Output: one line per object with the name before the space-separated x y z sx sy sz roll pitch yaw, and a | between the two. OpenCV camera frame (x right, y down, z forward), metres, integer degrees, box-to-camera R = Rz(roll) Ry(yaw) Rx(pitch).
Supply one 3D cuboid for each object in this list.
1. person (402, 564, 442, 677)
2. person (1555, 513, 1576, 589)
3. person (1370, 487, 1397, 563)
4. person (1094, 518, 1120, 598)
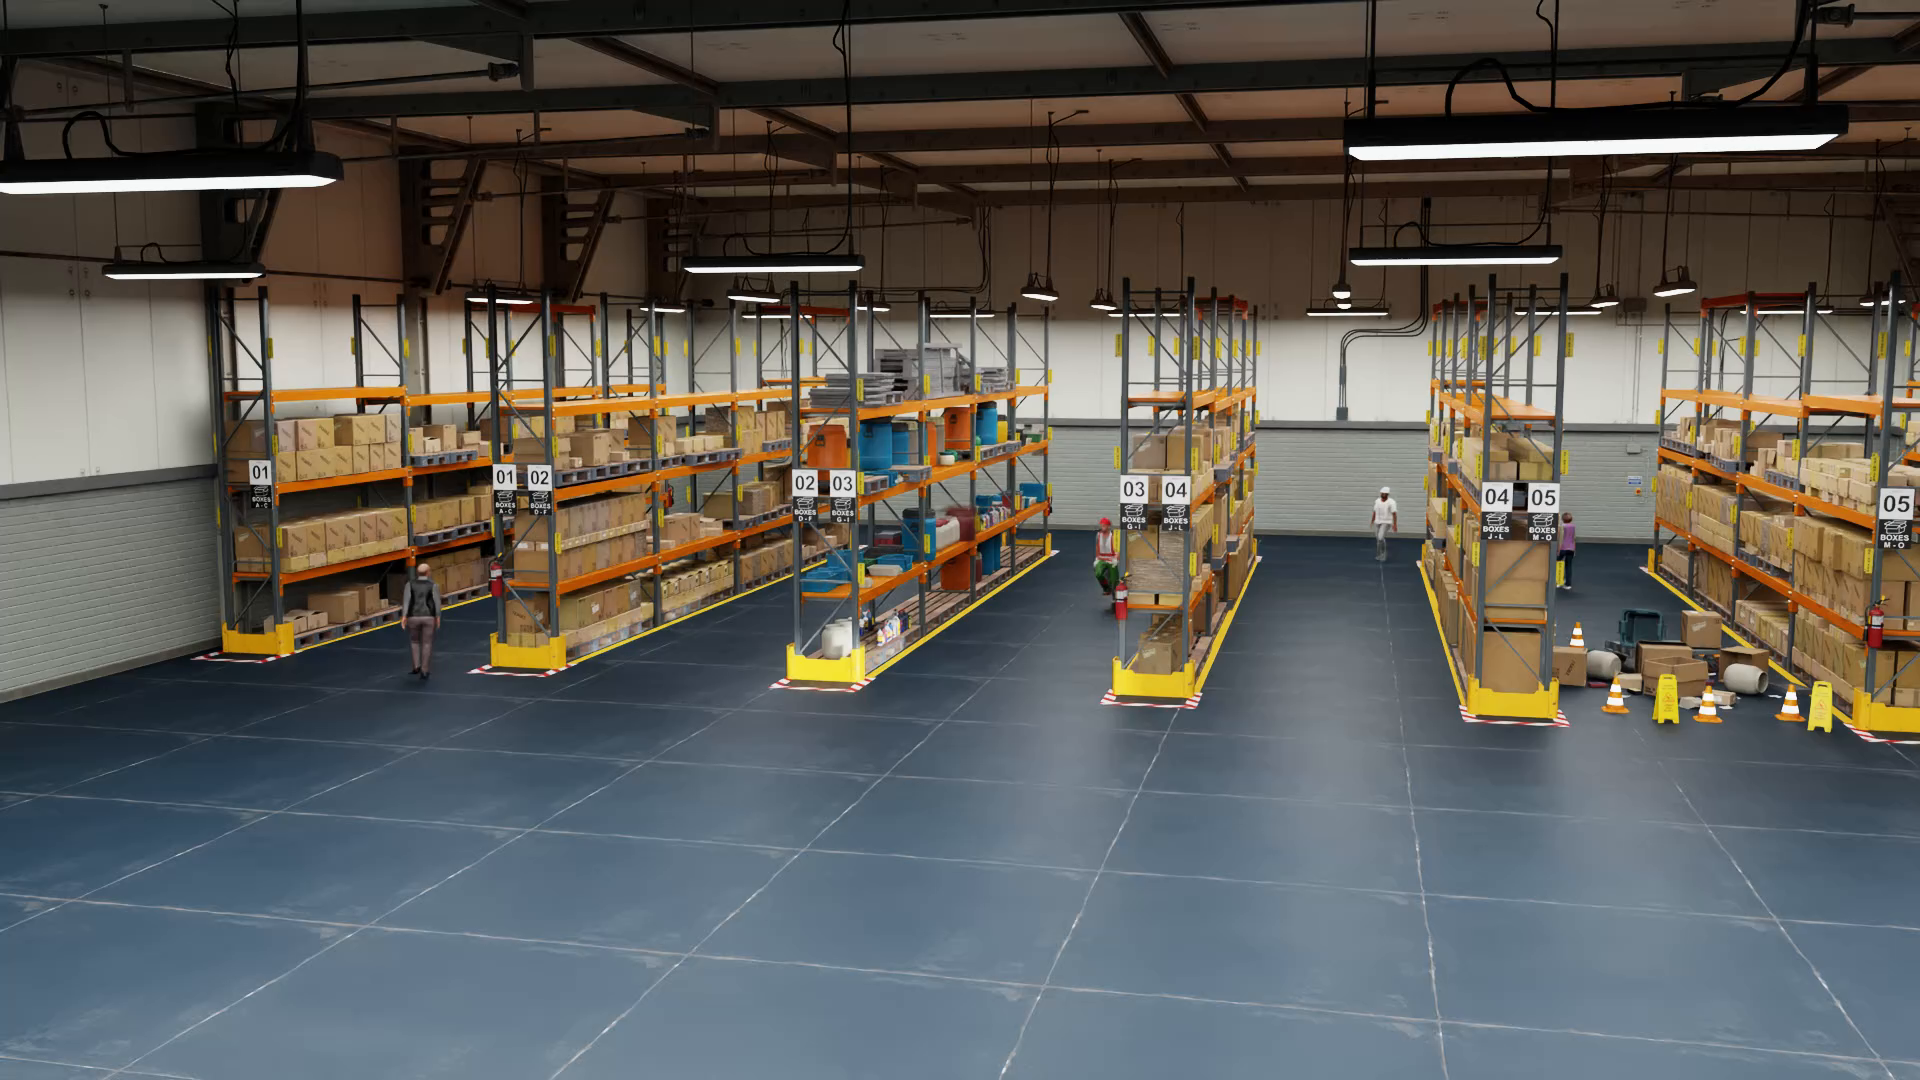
person | -8.242 1.294 25.478 0.590 1.667 0.580 -2 7 -14
person | 12.657 0.231 34.726 0.446 1.612 0.372 -2 7 -18
person | 9.958 -0.361 39.169 0.530 1.794 0.659 -5 8 -36
person | 2.842 0.377 32.065 0.585 1.637 0.852 3 7 21
